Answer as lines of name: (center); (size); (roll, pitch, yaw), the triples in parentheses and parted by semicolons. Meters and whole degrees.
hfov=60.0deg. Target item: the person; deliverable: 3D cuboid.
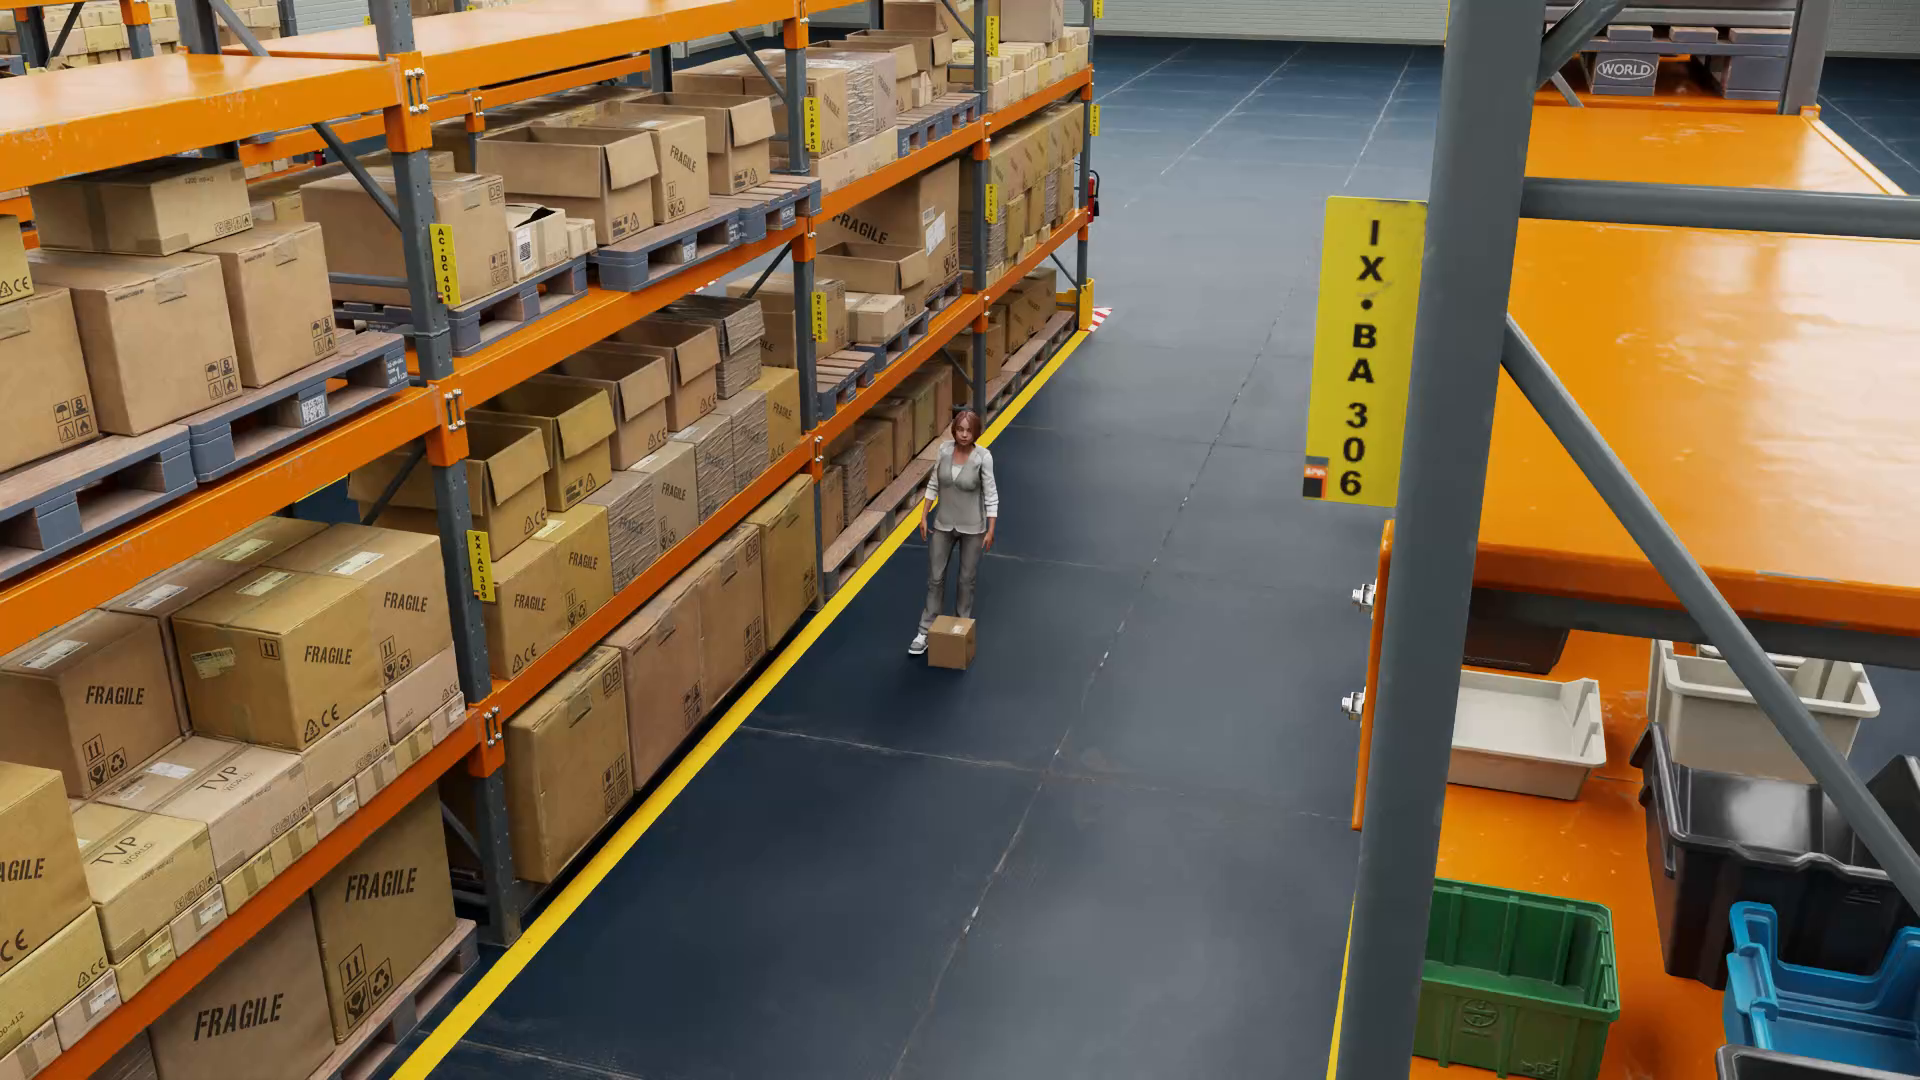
person: (-0.035, -0.039, 10.673); (0.520, 1.599, 0.472); (7, 23, 16)
